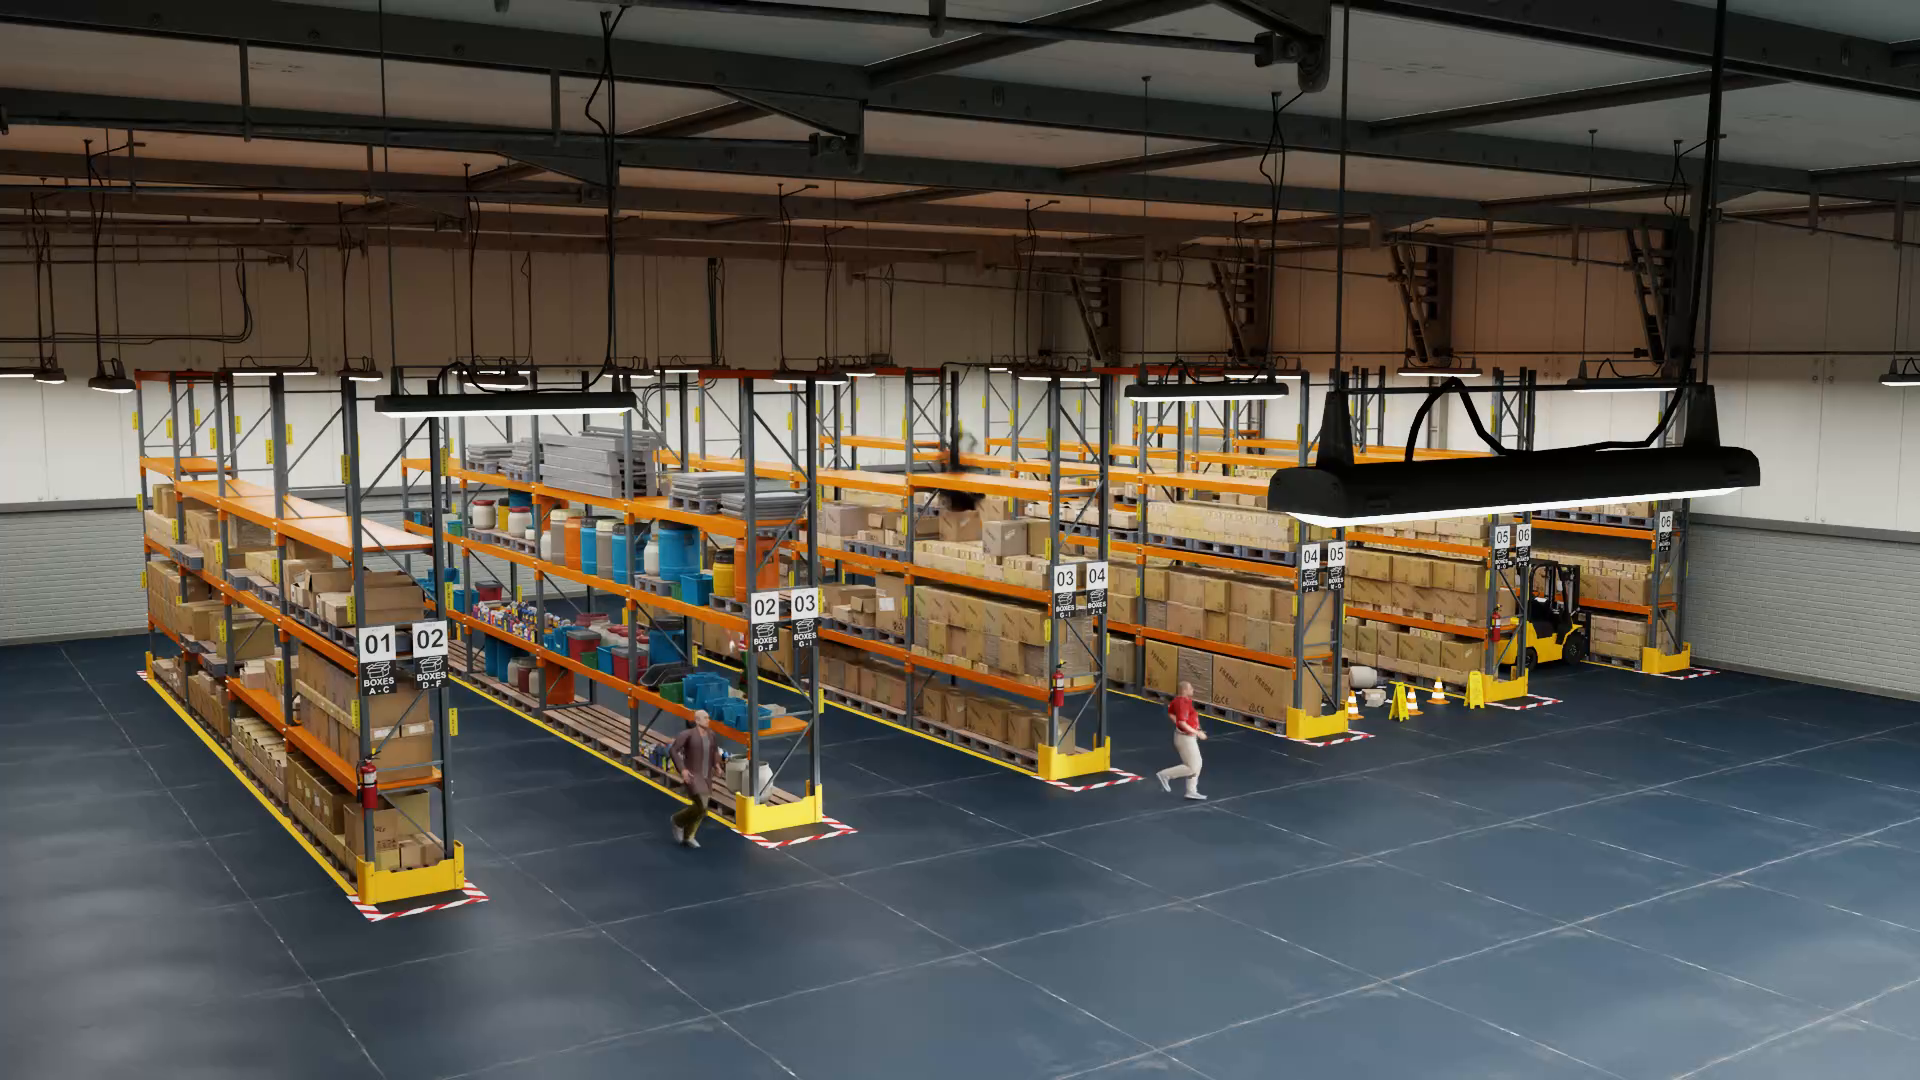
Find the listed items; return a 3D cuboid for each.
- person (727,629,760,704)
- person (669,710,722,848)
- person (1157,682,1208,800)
[{"bbox_3d":[-3.811,2.045,30.087,0.859,1.844,0.643,6,9,45],"label":"person"},{"bbox_3d":[-3.354,3.063,21.480,0.598,1.741,0.704,4,8,34],"label":"person"},{"bbox_3d":[3.145,2.852,23.581,0.748,1.708,0.665,0,6,-3],"label":"person"}]
